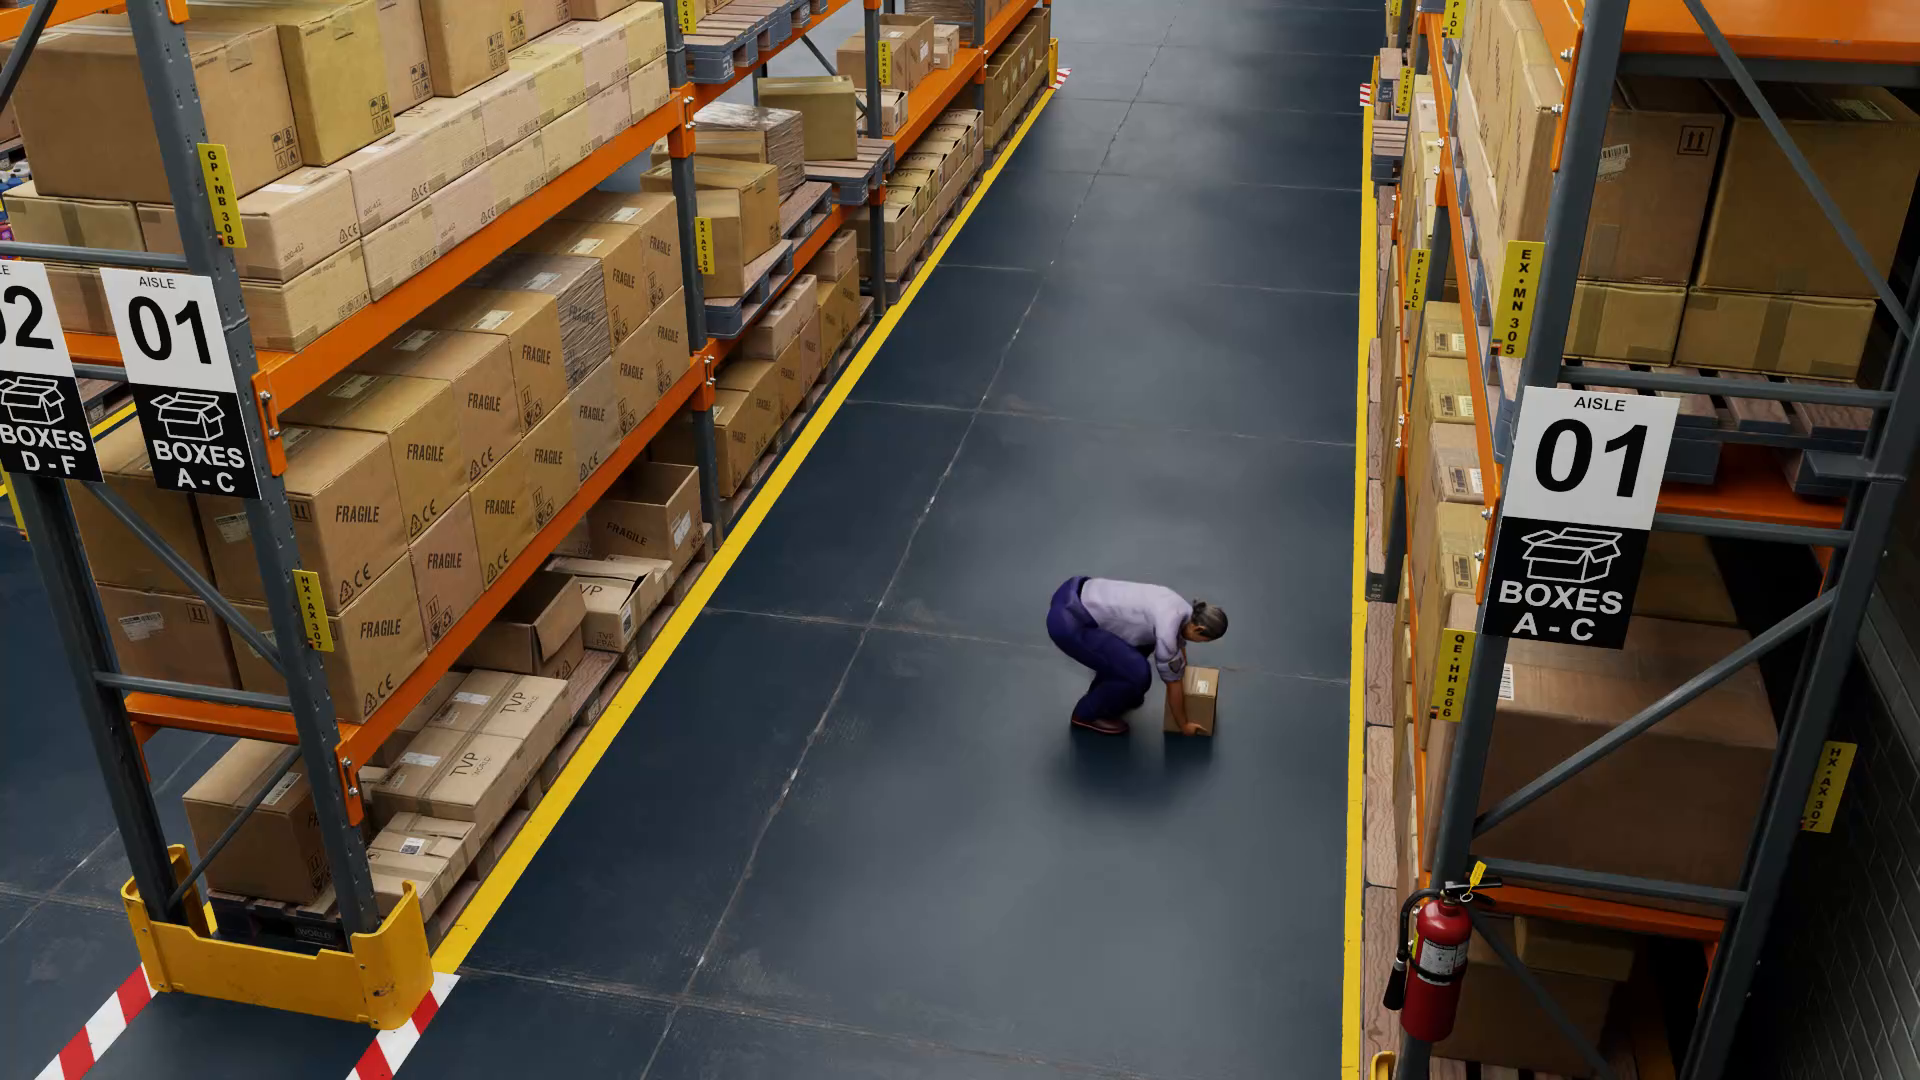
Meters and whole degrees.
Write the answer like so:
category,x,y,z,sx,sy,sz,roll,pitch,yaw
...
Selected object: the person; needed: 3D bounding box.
category,x,y,z,sx,sy,sz,roll,pitch,yaw
person,0.895,0.584,8.493,0.905,0.783,0.509,5,29,9
